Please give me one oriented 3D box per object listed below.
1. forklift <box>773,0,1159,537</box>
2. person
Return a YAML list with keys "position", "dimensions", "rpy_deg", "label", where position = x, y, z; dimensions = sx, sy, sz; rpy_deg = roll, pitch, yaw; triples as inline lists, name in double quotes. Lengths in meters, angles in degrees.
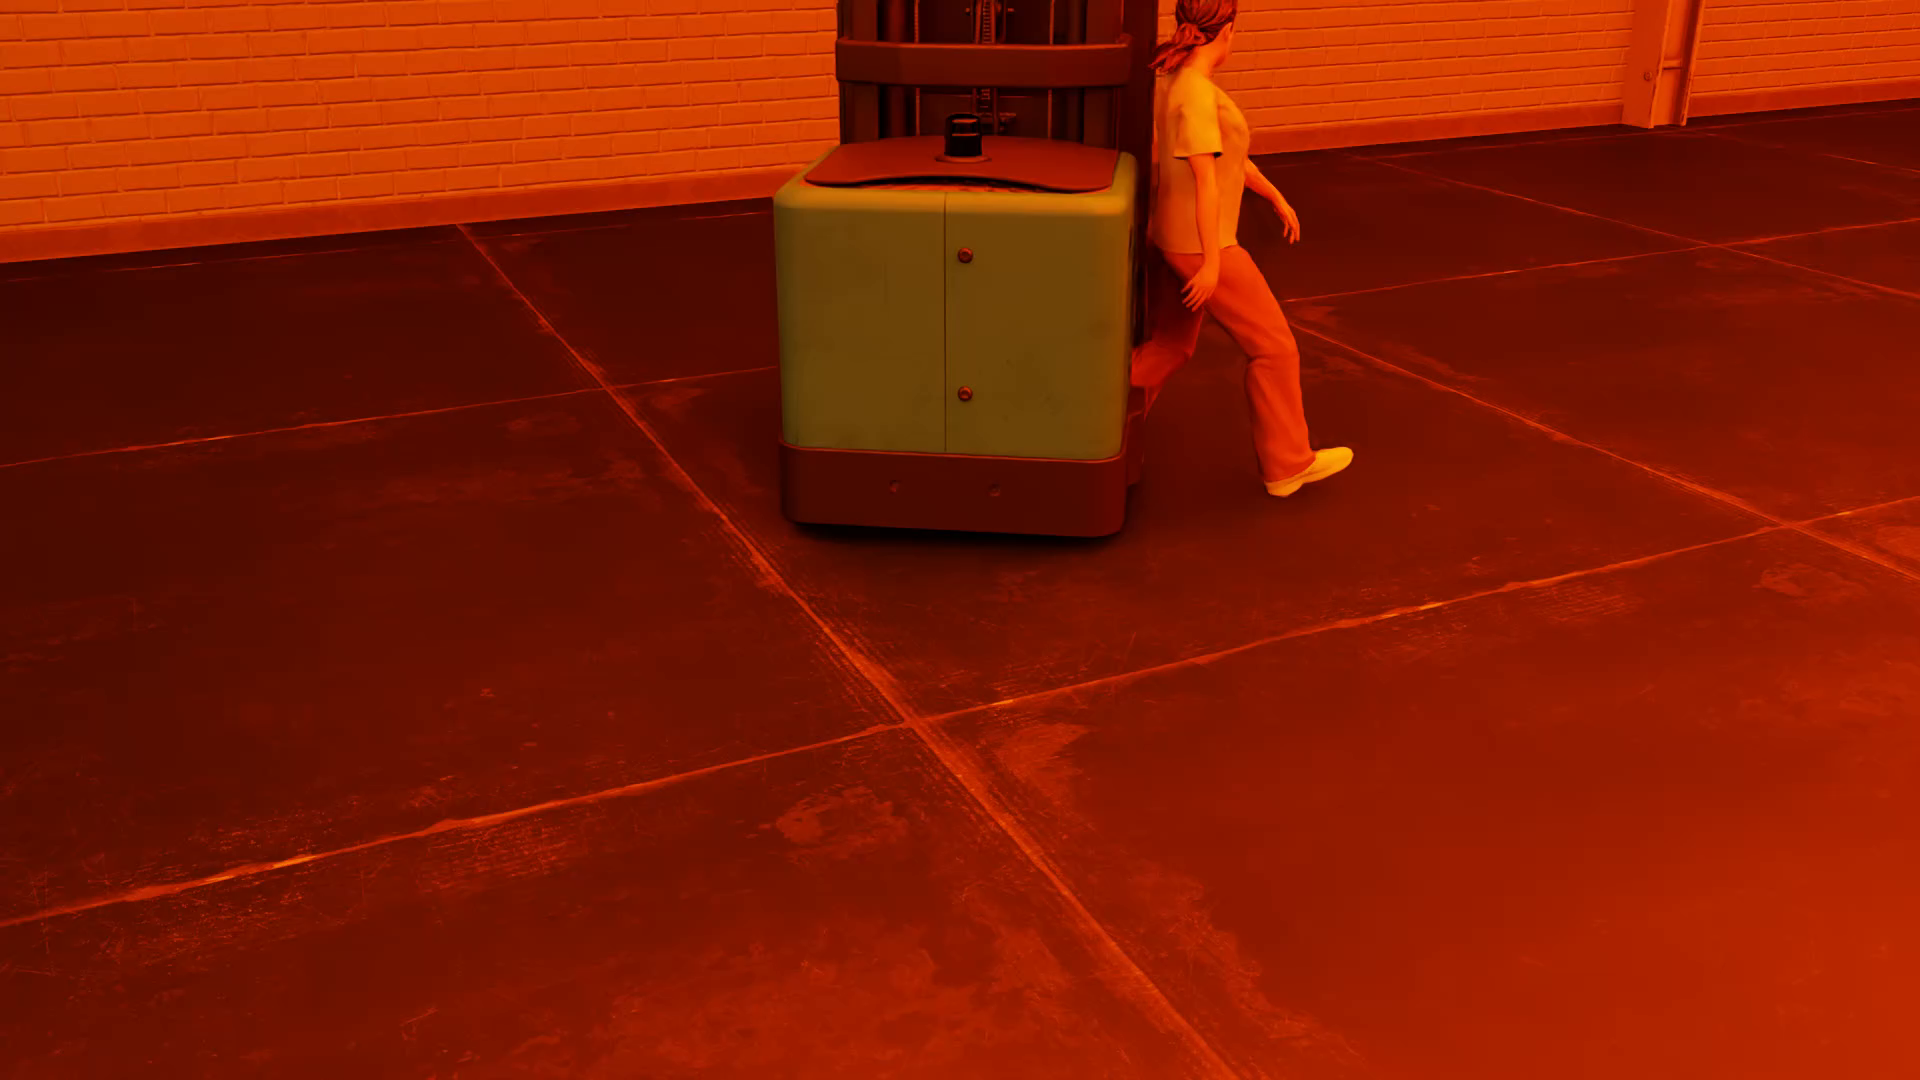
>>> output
- position: [0.159, -1.891, 5.839]
  dimensions: [1.130, 2.935, 3.031]
  rpy_deg: [3, 23, 7]
  label: "forklift"
- position: [0.778, -0.940, 5.232]
  dimensions: [0.728, 1.556, 0.609]
  rpy_deg: [-4, 23, -9]
  label: "person"
